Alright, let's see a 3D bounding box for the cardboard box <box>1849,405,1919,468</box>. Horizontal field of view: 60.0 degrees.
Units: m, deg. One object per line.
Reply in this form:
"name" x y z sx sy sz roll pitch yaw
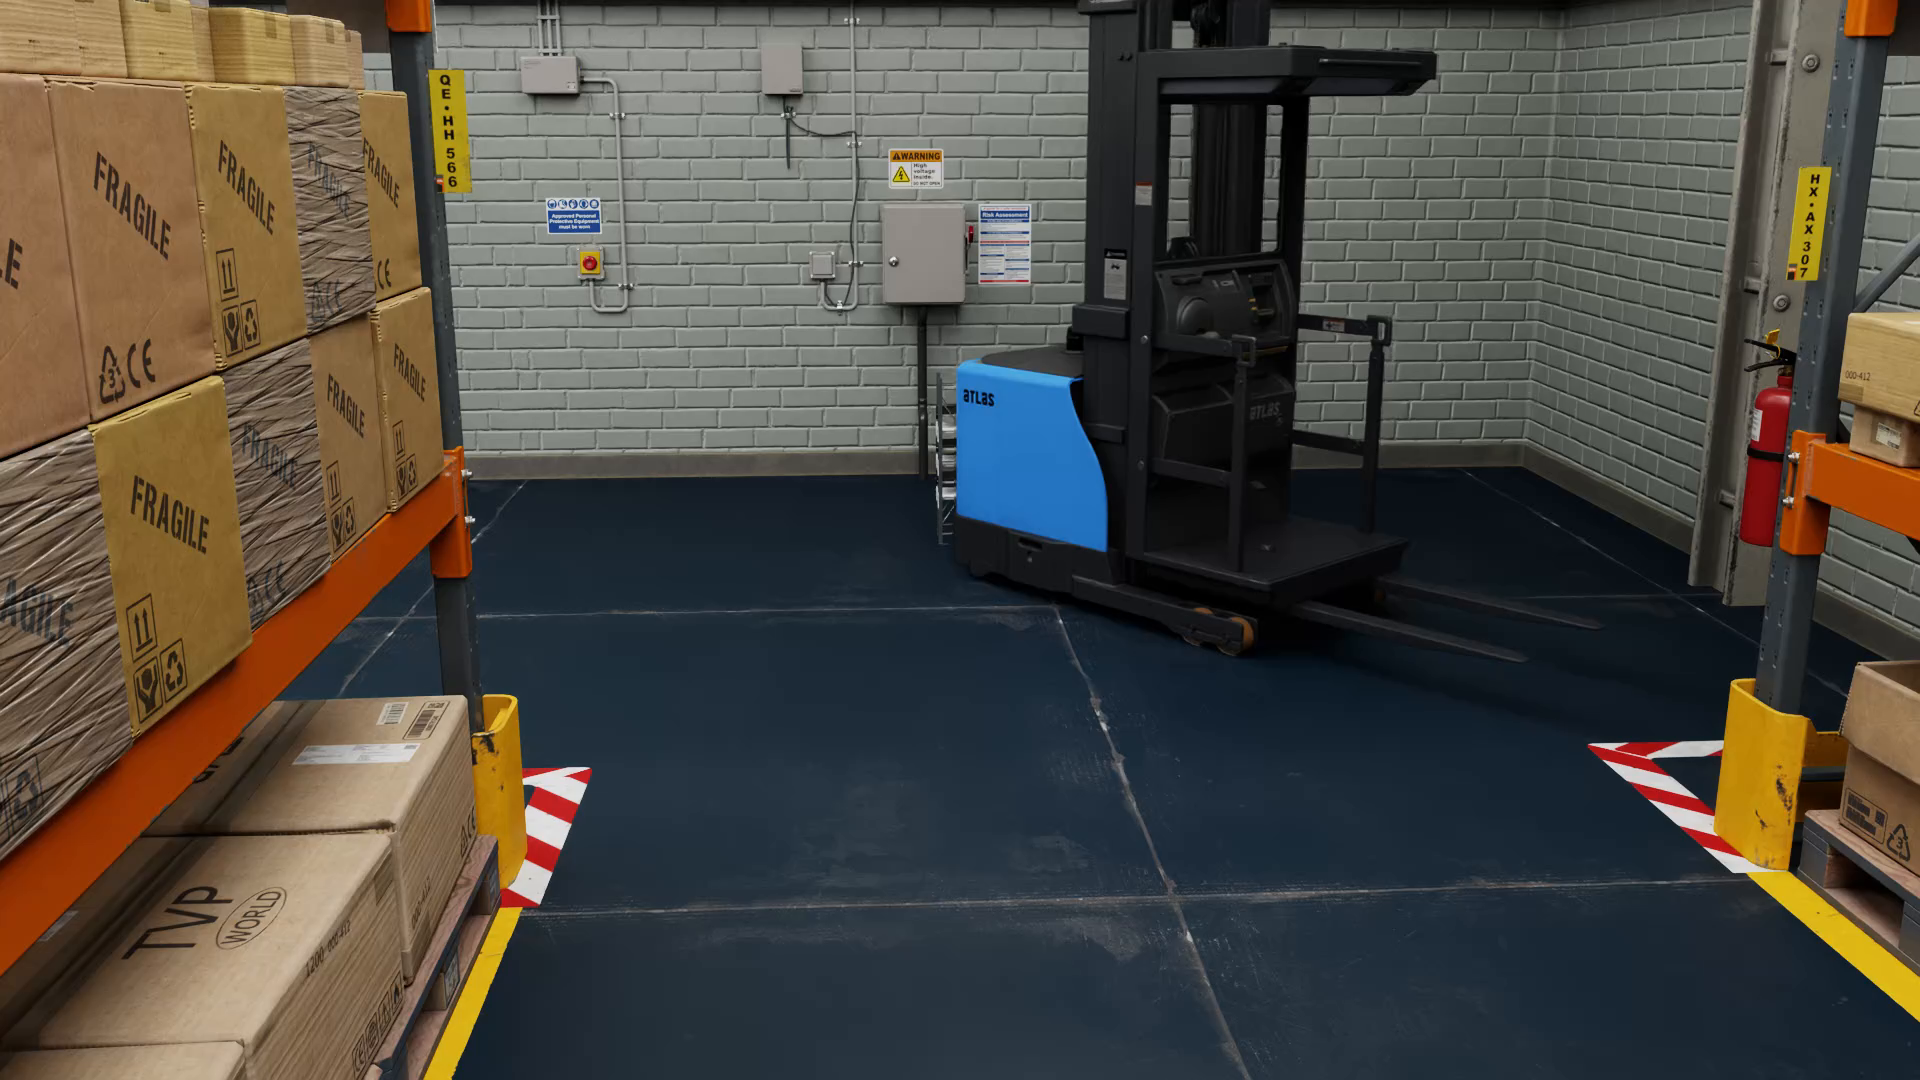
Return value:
"cardboard box" 2.766 -0.302 4.686 0.380 0.149 0.250 -1 14 -4

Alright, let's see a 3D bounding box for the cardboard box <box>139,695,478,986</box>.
"cardboard box" -1.794 0.768 4.322 0.875 0.438 0.875 -1 14 -5

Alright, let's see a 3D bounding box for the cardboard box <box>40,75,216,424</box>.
"cardboard box" -1.549 -0.471 2.631 0.500 0.500 0.500 -1 14 -4

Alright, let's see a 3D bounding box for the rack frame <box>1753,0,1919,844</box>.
"rack frame" 3.019 -0.510 4.989 1.000 3.000 0.127 -1 14 -3

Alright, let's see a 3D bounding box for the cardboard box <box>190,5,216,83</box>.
"cardboard box" -1.653 -0.938 3.143 0.380 0.149 0.250 -1 14 -4

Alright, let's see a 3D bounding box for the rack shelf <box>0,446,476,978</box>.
"rack shelf" -1.811 0.413 2.844 1.077 0.370 4.000 -1 14 -3

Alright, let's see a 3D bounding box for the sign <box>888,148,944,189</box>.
"sign" -0.270 -2.281 10.215 0.339 0.242 0.001 -1 14 -3

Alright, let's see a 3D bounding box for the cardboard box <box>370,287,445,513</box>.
"cardboard box" -1.640 -0.365 4.224 0.500 0.500 0.500 -1 14 -3

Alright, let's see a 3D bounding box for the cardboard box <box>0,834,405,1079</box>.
"cardboard box" -1.729 0.995 3.438 0.875 0.438 0.875 0 14 -2

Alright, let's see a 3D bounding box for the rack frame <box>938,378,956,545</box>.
"rack frame" 0.006 -0.413 8.824 0.240 0.900 0.006 -1 14 -3

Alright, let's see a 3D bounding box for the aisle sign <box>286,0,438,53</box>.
"aisle sign" -1.630 -1.714 4.452 0.394 0.787 0.004 -1 14 -3

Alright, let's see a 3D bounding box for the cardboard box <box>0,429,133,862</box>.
"cardboard box" -1.506 0.144 2.245 0.500 0.500 0.500 -1 14 -3

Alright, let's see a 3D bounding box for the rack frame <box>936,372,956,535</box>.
"rack frame" -0.007 -0.463 9.020 0.240 0.900 0.006 -1 14 -3

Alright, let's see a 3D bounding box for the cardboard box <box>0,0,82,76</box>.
"cardboard box" -1.523 -0.746 2.397 0.380 0.149 0.250 -1 14 -3

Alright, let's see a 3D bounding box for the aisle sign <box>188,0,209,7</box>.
"aisle sign" -2.228 -1.705 4.416 0.394 0.787 0.004 -1 14 -3

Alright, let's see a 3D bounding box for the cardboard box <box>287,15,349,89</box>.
"cardboard box" -1.573 -1.067 3.646 0.380 0.149 0.250 -1 14 -4

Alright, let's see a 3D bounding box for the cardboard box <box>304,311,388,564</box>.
"cardboard box" -1.624 -0.240 3.738 0.500 0.500 0.500 -1 14 -5

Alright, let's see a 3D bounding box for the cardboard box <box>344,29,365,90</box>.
"cardboard box" -1.712 -1.193 4.135 0.380 0.149 0.250 -1 14 -3

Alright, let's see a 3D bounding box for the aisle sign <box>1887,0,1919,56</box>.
"aisle sign" 2.722 -1.781 4.713 0.394 0.787 0.004 -1 14 -3

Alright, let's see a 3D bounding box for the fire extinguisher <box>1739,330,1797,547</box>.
"fire extinguisher" 2.549 -0.321 5.159 0.296 0.674 0.183 -1 14 -3

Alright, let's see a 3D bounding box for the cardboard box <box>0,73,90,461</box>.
"cardboard box" -1.520 -0.346 2.143 0.500 0.500 0.500 -1 14 -2

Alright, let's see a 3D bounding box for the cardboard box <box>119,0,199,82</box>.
"cardboard box" -1.579 -0.877 2.904 0.380 0.149 0.250 -1 14 -2

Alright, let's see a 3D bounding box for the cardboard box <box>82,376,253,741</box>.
"cardboard box" -1.538 0.016 2.743 0.500 0.500 0.500 0 14 -2

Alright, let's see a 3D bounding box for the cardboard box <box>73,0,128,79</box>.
"cardboard box" -1.581 -0.811 2.650 0.380 0.149 0.250 0 14 -2

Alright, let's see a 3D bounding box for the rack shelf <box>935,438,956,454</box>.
"rack shelf" -0.001 -0.493 8.908 0.258 0.077 0.200 -1 14 -3

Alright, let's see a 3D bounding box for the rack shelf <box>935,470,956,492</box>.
"rack shelf" -0.001 -0.318 8.953 0.258 0.077 0.200 -1 14 -3

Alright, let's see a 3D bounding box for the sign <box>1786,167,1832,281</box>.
"sign" 2.478 -0.921 4.848 0.100 0.325 0.005 -1 14 -3

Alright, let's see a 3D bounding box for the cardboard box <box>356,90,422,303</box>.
"cardboard box" -1.667 -0.849 4.099 0.500 0.500 0.500 0 14 -2

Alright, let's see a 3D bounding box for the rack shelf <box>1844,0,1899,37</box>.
"rack shelf" 3.143 -1.117 2.771 1.077 0.370 4.000 -1 14 -3

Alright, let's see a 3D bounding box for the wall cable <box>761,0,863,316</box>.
"wall cable" -0.892 -2.351 10.106 0.588 1.984 0.122 -1 14 -3

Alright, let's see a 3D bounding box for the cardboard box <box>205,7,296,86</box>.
"cardboard box" -1.598 -1.004 3.400 0.380 0.149 0.250 -1 14 -2

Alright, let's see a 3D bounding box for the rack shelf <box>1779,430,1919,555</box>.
"rack shelf" 3.143 0.336 3.145 1.077 0.370 4.000 -1 14 -3

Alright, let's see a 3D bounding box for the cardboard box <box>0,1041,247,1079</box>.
"cardboard box" -1.675 1.219 2.566 0.875 0.438 0.875 -1 14 -5

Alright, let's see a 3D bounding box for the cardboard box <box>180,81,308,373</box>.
"cardboard box" -1.578 -0.596 3.117 0.500 0.500 0.500 -1 14 -4

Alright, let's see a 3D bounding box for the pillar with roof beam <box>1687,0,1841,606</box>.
"pillar with roof beam" -0.545 -4.033 6.643 9.100 9.000 0.400 -1 14 -3

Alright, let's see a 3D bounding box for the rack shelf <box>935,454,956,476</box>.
"rack shelf" -0.001 -0.406 8.930 0.258 0.077 0.200 -1 14 -3

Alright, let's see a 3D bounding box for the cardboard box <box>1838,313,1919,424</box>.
"cardboard box" 2.779 -0.464 4.516 0.500 0.250 0.500 -1 14 -3

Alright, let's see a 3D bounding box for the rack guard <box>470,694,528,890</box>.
"rack guard" -1.936 0.772 5.022 1.175 0.500 0.348 -1 14 -3

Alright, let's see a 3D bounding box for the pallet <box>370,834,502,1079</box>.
"pallet" -1.807 1.116 4.267 1.003 0.211 1.213 -1 14 -3

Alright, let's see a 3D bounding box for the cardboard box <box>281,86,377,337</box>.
"cardboard box" -1.605 -0.719 3.595 0.500 0.500 0.500 -1 14 -3

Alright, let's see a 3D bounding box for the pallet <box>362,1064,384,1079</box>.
"pallet" -1.734 1.418 3.090 1.003 0.211 1.213 -1 14 -3

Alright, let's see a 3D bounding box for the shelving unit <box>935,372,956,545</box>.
"shelving unit" -0.001 -0.438 8.922 0.258 0.900 0.210 -1 14 -3

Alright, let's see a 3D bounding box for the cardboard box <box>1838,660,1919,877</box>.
"cardboard box" 2.963 0.649 4.651 0.797 0.503 0.637 -1 15 -6

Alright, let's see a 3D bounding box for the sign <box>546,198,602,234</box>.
"sign" -2.359 -1.980 10.159 0.327 0.218 0.001 -1 14 -3

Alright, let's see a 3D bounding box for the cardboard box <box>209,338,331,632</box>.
"cardboard box" -1.583 -0.112 3.242 0.500 0.500 0.500 0 14 -2

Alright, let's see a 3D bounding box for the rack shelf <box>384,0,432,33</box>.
"rack shelf" -1.811 -1.039 2.470 1.077 0.370 4.000 -1 14 -3

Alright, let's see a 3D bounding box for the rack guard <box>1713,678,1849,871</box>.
"rack guard" 3.024 0.719 5.227 1.175 0.500 0.348 -1 14 -3

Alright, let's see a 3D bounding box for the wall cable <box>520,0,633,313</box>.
"wall cable" -2.307 -2.342 10.006 0.585 1.953 0.123 -1 14 -3

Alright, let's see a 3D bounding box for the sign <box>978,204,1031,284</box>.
"sign" 0.279 -1.844 10.363 0.329 0.494 0.001 -1 14 -3

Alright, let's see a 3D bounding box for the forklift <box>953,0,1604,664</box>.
"forklift" 1.344 -1.069 7.301 1.130 2.935 3.031 -13 20 -42

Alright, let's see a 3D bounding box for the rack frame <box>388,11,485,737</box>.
"rack frame" -1.935 -0.432 4.687 1.000 3.000 0.127 -1 14 -3

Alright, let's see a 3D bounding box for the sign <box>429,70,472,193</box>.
"sign" -1.392 -1.113 4.533 0.100 0.325 0.005 -1 14 -3

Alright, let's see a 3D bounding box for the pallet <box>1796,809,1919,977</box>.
"pallet" 3.074 1.058 4.492 1.003 0.211 1.213 -1 14 -3

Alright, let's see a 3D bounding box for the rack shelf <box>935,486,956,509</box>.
"rack shelf" -0.001 -0.231 8.975 0.258 0.077 0.200 -1 14 -3

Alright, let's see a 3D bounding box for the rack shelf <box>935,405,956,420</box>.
"rack shelf" -0.001 -0.667 8.863 0.258 0.077 0.200 -1 14 -3

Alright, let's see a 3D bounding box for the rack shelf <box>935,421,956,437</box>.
"rack shelf" -0.001 -0.580 8.886 0.258 0.077 0.200 -1 14 -3

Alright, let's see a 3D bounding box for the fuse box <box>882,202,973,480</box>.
"fuse box" -0.202 -1.207 10.282 0.539 1.711 0.414 -1 14 -3
